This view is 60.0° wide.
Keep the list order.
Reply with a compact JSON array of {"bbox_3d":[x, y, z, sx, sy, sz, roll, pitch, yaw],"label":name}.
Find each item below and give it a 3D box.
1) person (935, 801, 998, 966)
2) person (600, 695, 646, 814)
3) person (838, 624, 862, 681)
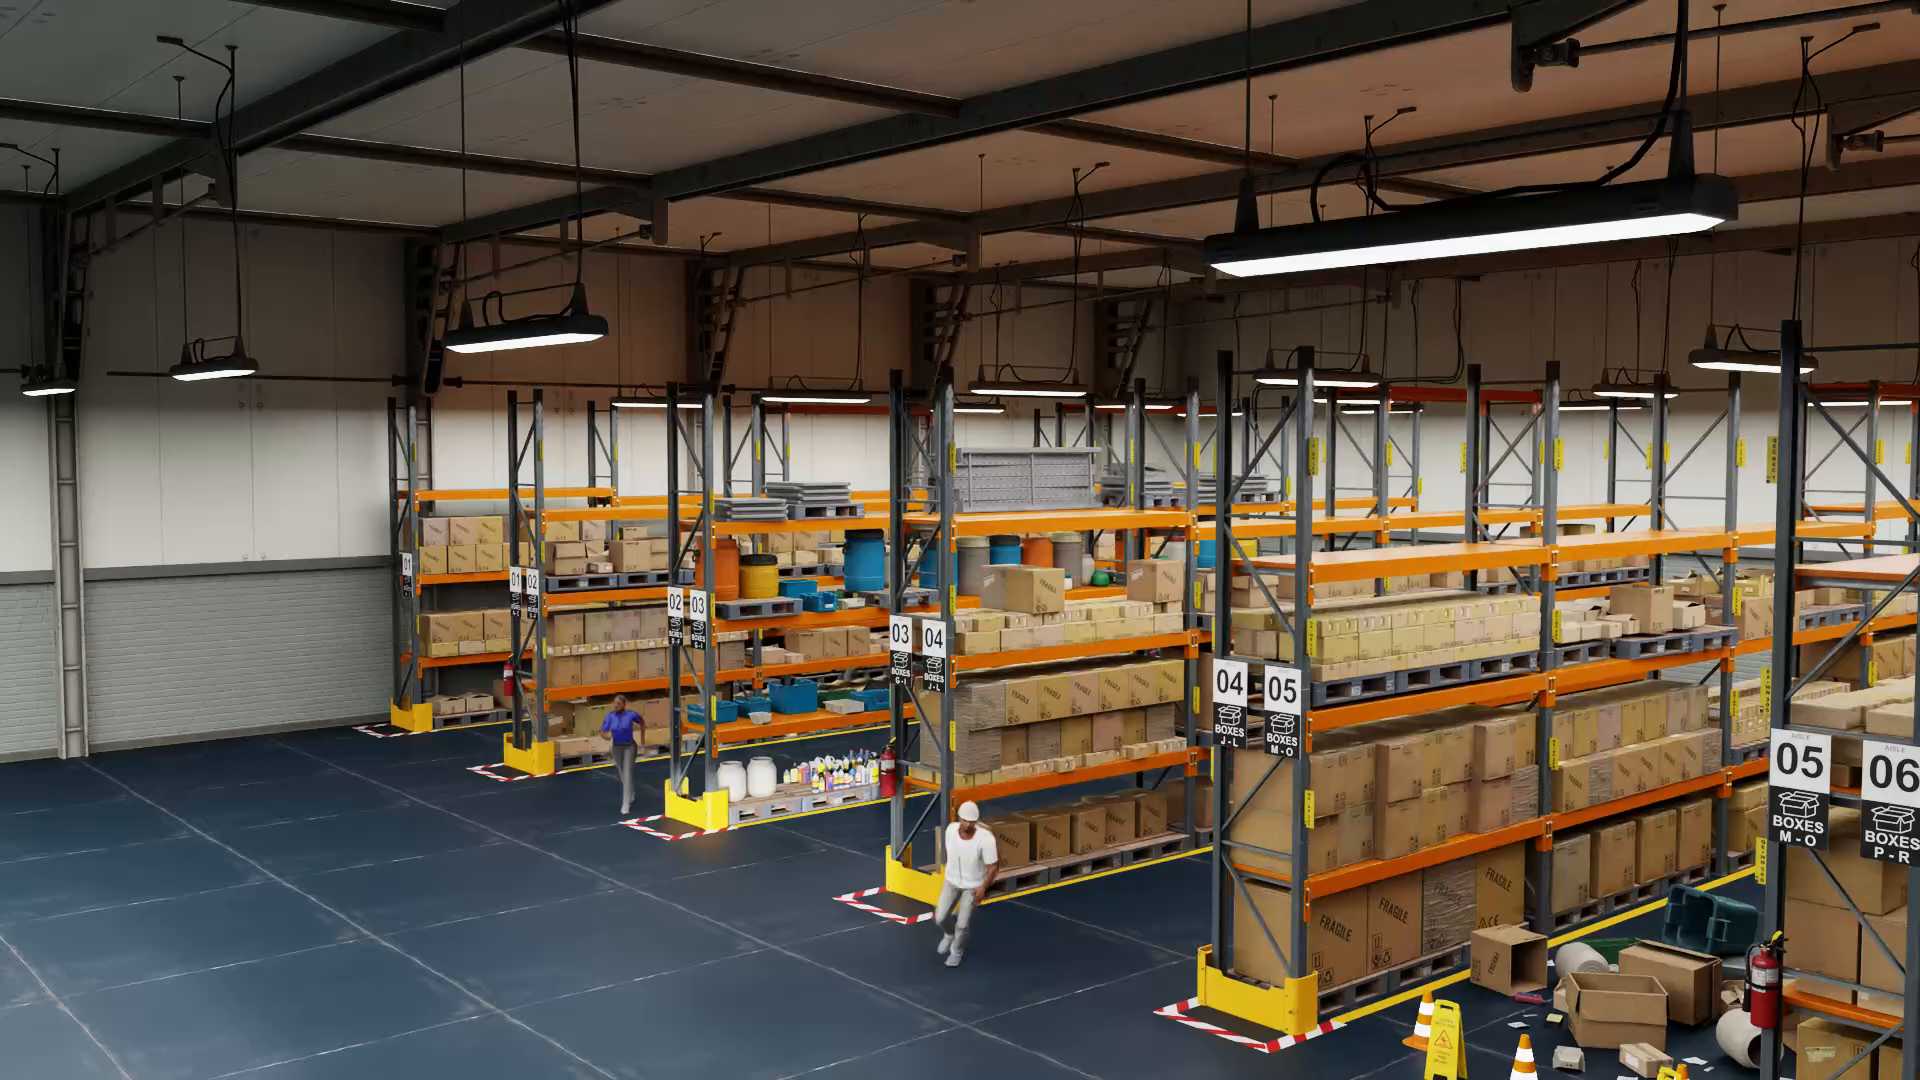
[{"bbox_3d":[0.066,3.357,16.288,0.691,1.686,0.753,1,3,17],"label":"person"},{"bbox_3d":[-4.734,2.975,23.434,0.589,1.615,0.939,0,3,6],"label":"person"},{"bbox_3d":[-2.131,2.445,32.336,0.935,1.659,0.607,-3,5,-44],"label":"person"}]
